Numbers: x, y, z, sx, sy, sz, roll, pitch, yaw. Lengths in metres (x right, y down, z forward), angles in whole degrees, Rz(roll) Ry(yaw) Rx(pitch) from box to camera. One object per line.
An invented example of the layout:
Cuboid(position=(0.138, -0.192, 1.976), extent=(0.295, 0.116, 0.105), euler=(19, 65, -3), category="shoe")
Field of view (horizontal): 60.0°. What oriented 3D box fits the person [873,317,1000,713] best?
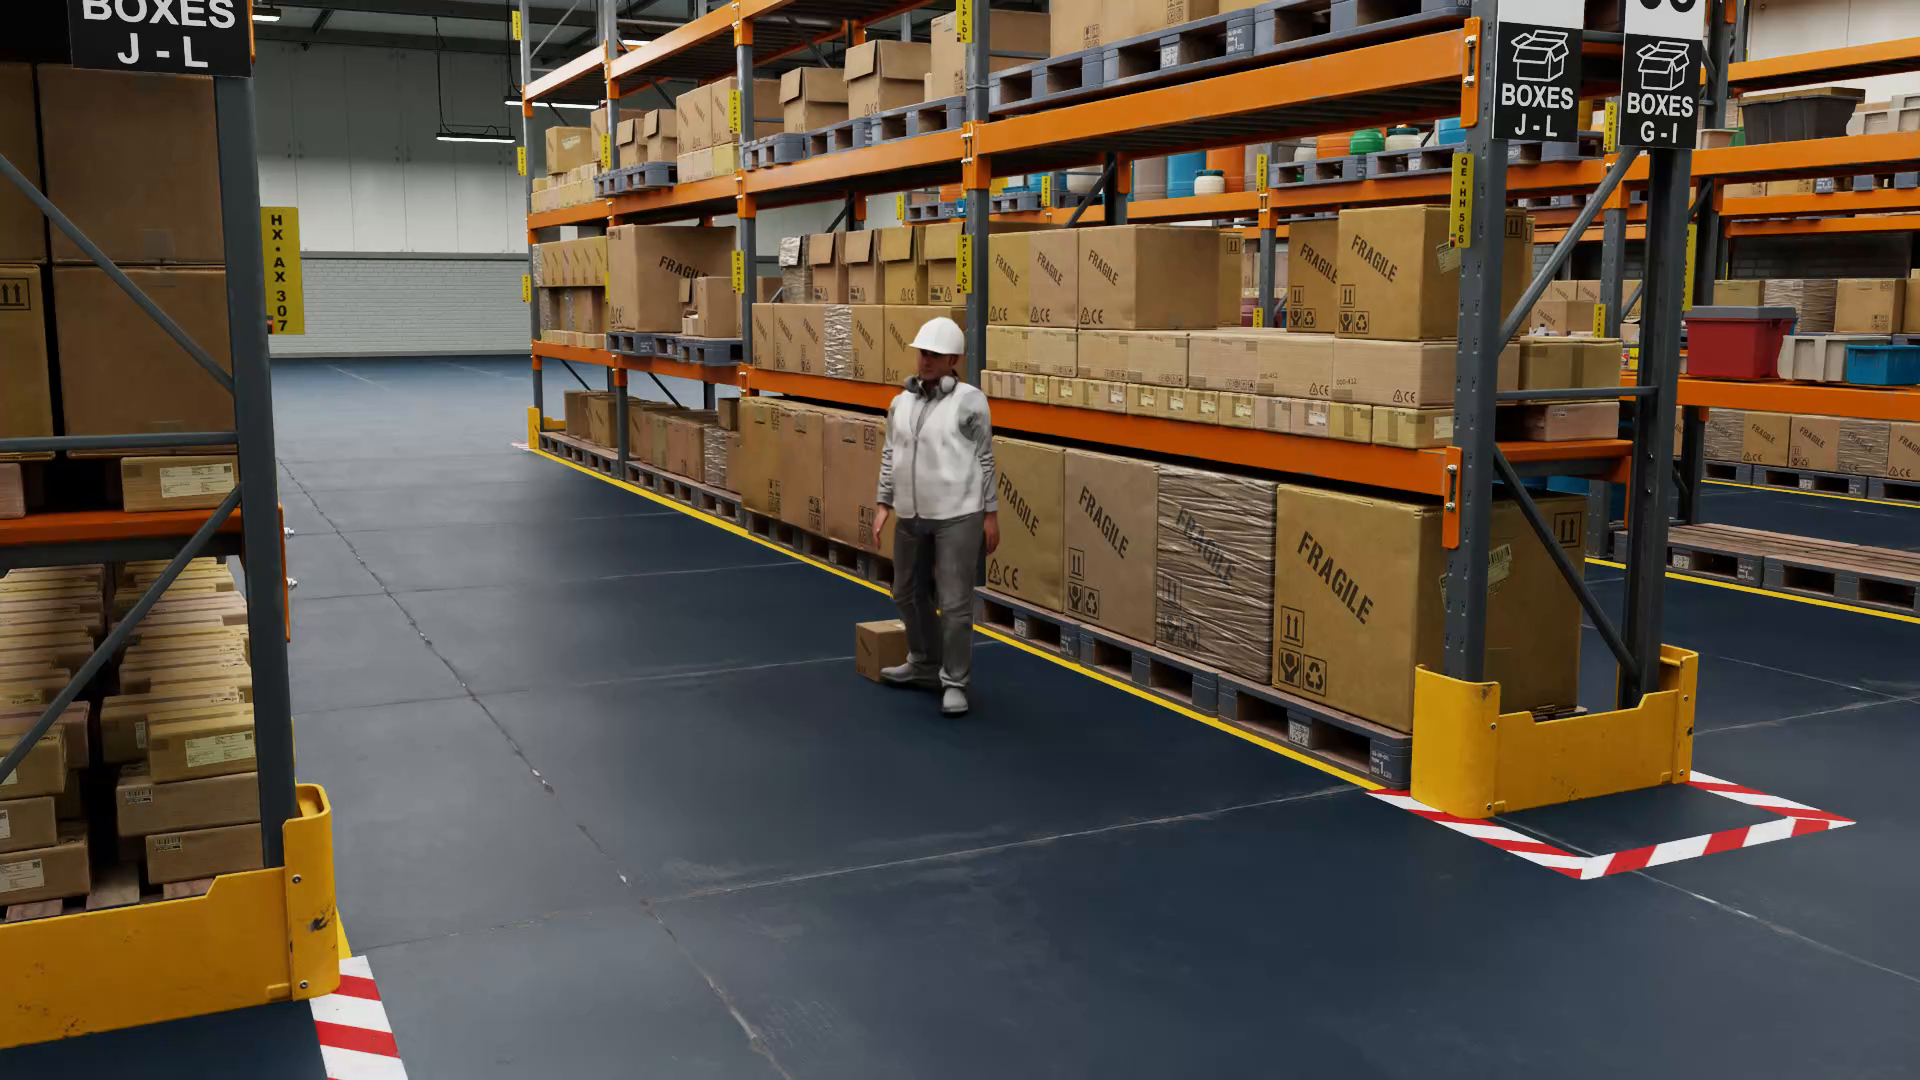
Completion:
Cuboid(position=(-0.157, -0.131, 7.613), extent=(0.709, 1.766, 0.491), euler=(6, 10, 35), category="person")
